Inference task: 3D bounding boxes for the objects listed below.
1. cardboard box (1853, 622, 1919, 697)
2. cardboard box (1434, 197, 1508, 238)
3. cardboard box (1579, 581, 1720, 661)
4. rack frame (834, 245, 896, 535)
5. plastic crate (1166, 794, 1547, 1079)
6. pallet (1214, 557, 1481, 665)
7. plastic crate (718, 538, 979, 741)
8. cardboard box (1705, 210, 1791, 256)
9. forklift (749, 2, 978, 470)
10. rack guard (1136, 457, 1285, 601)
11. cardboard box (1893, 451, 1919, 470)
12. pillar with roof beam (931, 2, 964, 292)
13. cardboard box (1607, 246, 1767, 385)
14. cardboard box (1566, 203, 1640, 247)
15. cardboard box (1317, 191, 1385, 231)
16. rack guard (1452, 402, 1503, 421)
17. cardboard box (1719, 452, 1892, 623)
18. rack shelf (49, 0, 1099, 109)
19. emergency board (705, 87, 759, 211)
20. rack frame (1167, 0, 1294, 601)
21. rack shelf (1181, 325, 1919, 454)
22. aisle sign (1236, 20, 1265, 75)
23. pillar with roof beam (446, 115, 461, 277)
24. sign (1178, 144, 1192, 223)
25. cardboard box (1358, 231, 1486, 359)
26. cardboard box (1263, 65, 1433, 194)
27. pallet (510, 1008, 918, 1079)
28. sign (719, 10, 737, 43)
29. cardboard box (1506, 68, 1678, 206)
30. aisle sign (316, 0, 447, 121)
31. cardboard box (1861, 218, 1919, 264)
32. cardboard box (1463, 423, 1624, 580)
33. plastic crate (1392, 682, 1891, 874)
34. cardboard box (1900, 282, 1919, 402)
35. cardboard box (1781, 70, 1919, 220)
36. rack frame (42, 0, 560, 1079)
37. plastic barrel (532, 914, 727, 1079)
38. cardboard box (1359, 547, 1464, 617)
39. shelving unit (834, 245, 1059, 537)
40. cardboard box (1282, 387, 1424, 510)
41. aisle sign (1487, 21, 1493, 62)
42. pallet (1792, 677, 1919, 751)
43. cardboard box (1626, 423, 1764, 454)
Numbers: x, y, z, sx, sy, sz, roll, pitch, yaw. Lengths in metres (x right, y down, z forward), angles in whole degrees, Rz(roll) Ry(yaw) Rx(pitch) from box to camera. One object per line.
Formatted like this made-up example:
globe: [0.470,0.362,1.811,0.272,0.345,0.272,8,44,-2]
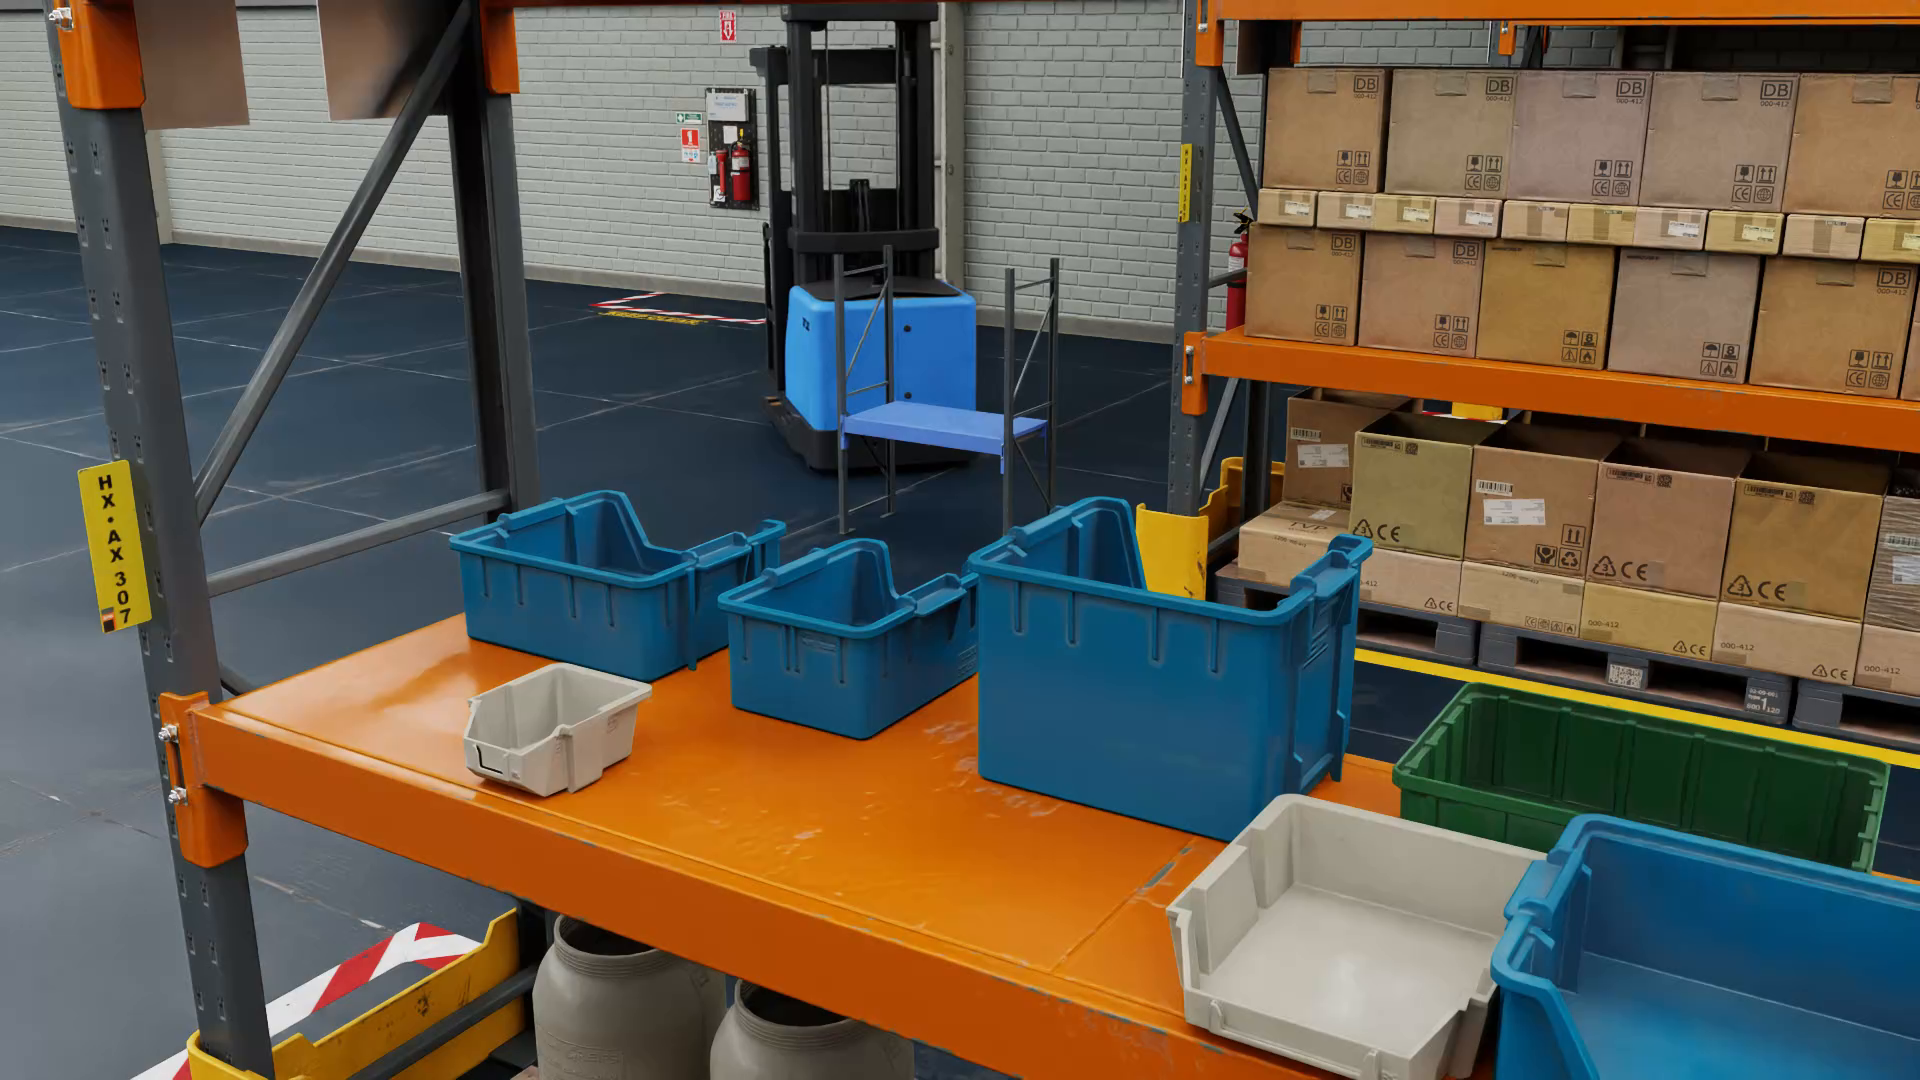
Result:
cardboard box: [3.740,0.412,6.372,0.500,0.250,0.500,10,20,30]
cardboard box: [2.136,-1.345,6.859,0.250,0.149,0.380,10,19,29]
cardboard box: [2.880,0.264,6.860,0.500,0.250,0.500,10,20,30]
rack frame: [-0.506,-0.808,8.960,0.032,1.500,0.500,10,20,30]
plastic crate: [0.559,0.560,2.329,0.437,0.136,0.530,10,20,30]
pallet: [1.935,0.224,7.780,1.213,0.211,1.003,10,20,30]
plastic crate: [-0.200,0.183,3.372,0.408,0.251,0.499,10,20,30]
cardboard box: [3.017,-1.187,6.341,0.250,0.149,0.380,11,20,32]
forklift: [-0.769,-2.214,11.128,1.130,2.935,3.031,-5,17,-15]
rack guard: [1.241,-0.024,8.099,0.348,0.500,1.175,10,20,30]
cardboard box: [4.009,-0.074,6.682,0.500,0.500,0.500,10,20,30]
pillar with roof beam: [-2.465,-5.268,10.742,0.400,9.000,9.100,10,20,30]
cardboard box: [2.974,-0.955,6.692,0.500,0.500,0.700,11,20,32]
cardboard box: [2.582,-1.266,6.600,0.250,0.149,0.380,10,19,29]
cardboard box: [1.710,-1.422,7.113,0.250,0.149,0.380,10,19,29]
rack guard: [3.916,-1.236,12.090,0.348,0.500,1.175,10,20,30]
cardboard box: [3.313,-0.022,6.512,0.500,0.500,0.500,10,20,30]
rack shelf: [0.371,-0.777,2.354,4.000,0.370,1.077,10,20,30]
emergency board: [-2.298,-3.849,16.392,0.643,1.169,0.194,10,20,30]
rack frame: [1.262,-1.216,7.724,0.127,3.000,1.000,10,20,30]
rack shelf: [2.966,-0.568,6.827,4.000,0.370,1.077,10,20,30]
aisle sign: [1.360,-2.543,7.618,0.004,0.787,0.394,10,20,30]
pillar with roof beam: [-7.578,-6.181,13.746,0.400,9.000,9.100,10,20,30]
sign: [0.966,-1.532,7.137,0.005,0.325,0.100,10,20,30]
cardboard box: [2.103,-1.111,7.206,0.500,0.500,0.700,11,20,31]
cardboard box: [1.698,-1.802,7.250,0.500,0.500,0.700,10,20,30]
pallet: [-0.555,1.469,3.681,1.213,0.211,1.003,10,20,30]
sign: [-2.253,-4.984,16.141,0.199,0.298,0.001,10,20,30]
cardboard box: [2.579,-1.647,6.739,0.500,0.500,0.700,10,20,30]
aisle sign: [-1.239,-1.318,3.587,0.004,0.787,0.394,10,20,30]
cardboard box: [3.460,-1.109,6.085,0.250,0.149,0.380,10,20,30]
cardboard box: [2.462,-0.175,7.015,0.500,0.500,0.500,10,20,30]
plastic crate: [1.066,0.444,2.625,0.662,0.188,0.450,10,20,30]
cardboard box: [3.836,-0.800,6.182,0.500,0.500,0.700,10,20,29]
cardboard box: [3.431,-1.495,6.238,0.500,0.500,0.700,10,20,30]
rack frame: [-1.334,0.010,3.687,0.127,3.000,1.000,10,20,30]
plastic barrel: [-0.733,1.081,3.720,0.421,0.512,0.421,0,17,0]
cardboard box: [2.030,0.110,7.365,0.500,0.250,0.500,10,20,30]
shelving unit: [-0.073,-0.731,8.706,1.048,1.500,0.538,10,20,30]
cardboard box: [1.875,-0.452,7.928,0.500,0.500,0.500,10,20,30]
aisle sign: [3.633,-3.624,11.178,0.004,0.787,0.394,10,20,30]
pallet: [4.015,0.595,6.559,1.213,0.211,1.003,10,20,30]
cardboard box: [3.160,-0.227,7.187,0.500,0.500,0.500,10,20,30]
